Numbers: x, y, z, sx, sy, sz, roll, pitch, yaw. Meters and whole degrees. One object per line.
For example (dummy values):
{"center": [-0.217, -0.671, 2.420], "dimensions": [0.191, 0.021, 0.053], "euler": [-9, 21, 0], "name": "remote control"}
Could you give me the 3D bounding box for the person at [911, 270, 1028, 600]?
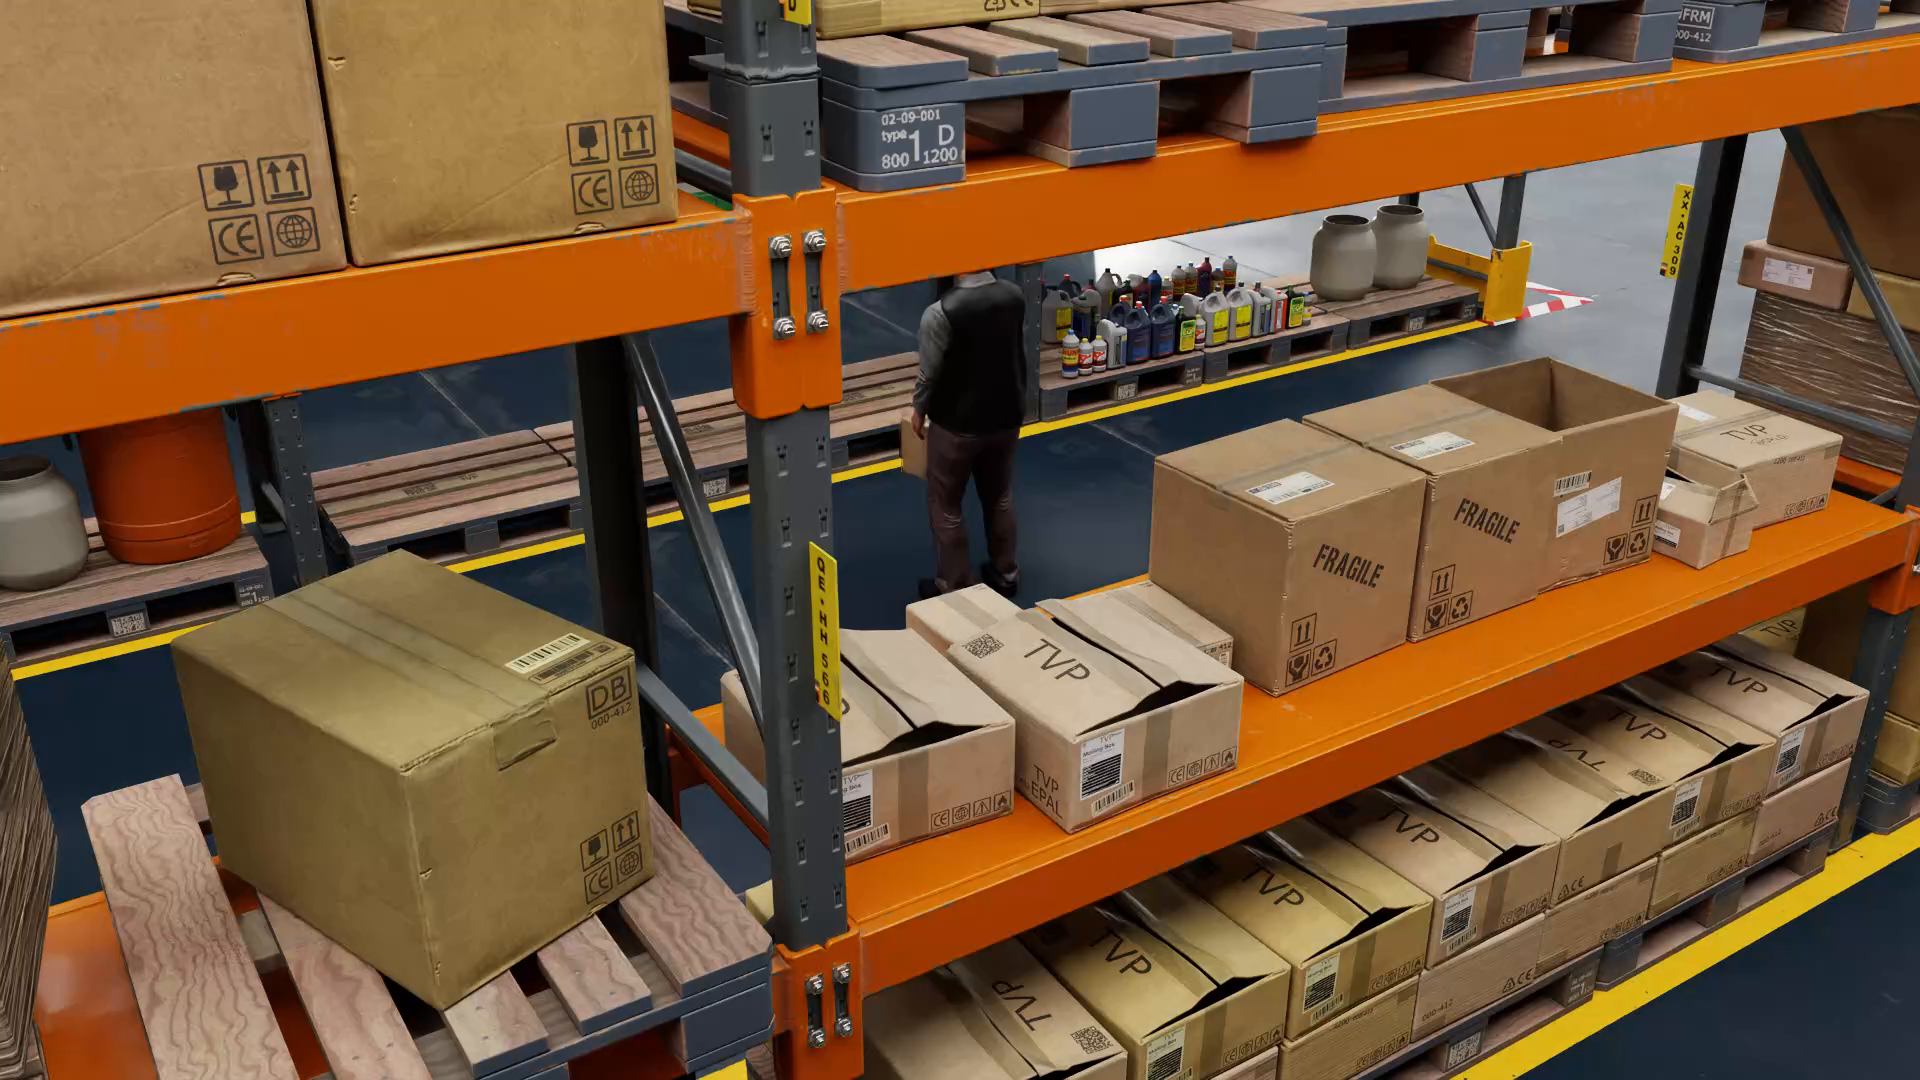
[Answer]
{"center": [0.053, -0.517, 7.243], "dimensions": [0.553, 1.724, 0.435], "euler": [-16, 29, -31], "name": "person"}
